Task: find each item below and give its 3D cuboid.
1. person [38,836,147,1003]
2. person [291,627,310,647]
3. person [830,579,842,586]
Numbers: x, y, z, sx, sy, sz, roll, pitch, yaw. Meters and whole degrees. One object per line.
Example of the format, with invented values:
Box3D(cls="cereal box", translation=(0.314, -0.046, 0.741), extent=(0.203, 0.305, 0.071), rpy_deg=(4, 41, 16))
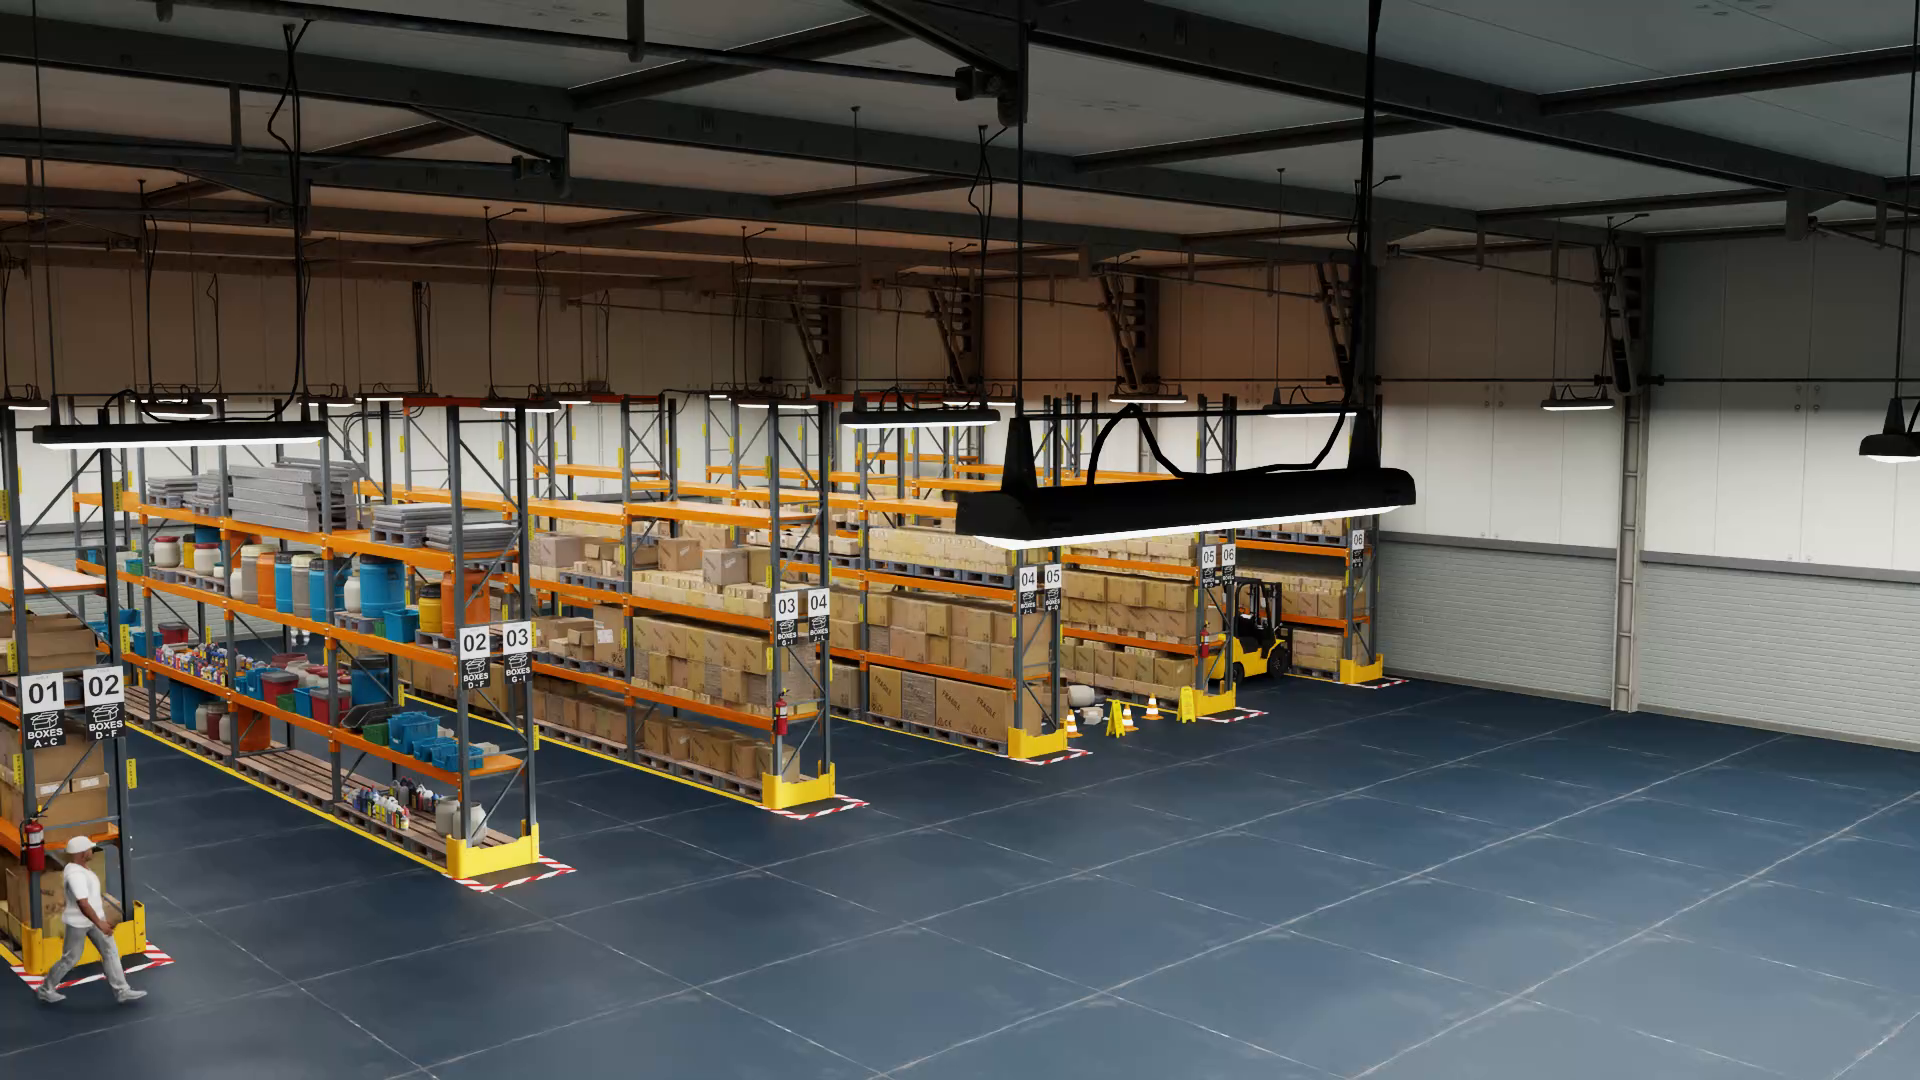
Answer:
Box3D(cls="person", translation=(-8.810, 3.855, 16.803), extent=(1.039, 1.725, 0.480), rpy_deg=(1, 6, 8))
Box3D(cls="person", translation=(-15.690, 1.621, 39.606), extent=(0.582, 1.789, 0.398), rpy_deg=(-4, 7, -34))
Box3D(cls="person", translation=(-2.726, 1.681, 36.405), extent=(0.531, 1.659, 0.402), rpy_deg=(2, 6, 21))
